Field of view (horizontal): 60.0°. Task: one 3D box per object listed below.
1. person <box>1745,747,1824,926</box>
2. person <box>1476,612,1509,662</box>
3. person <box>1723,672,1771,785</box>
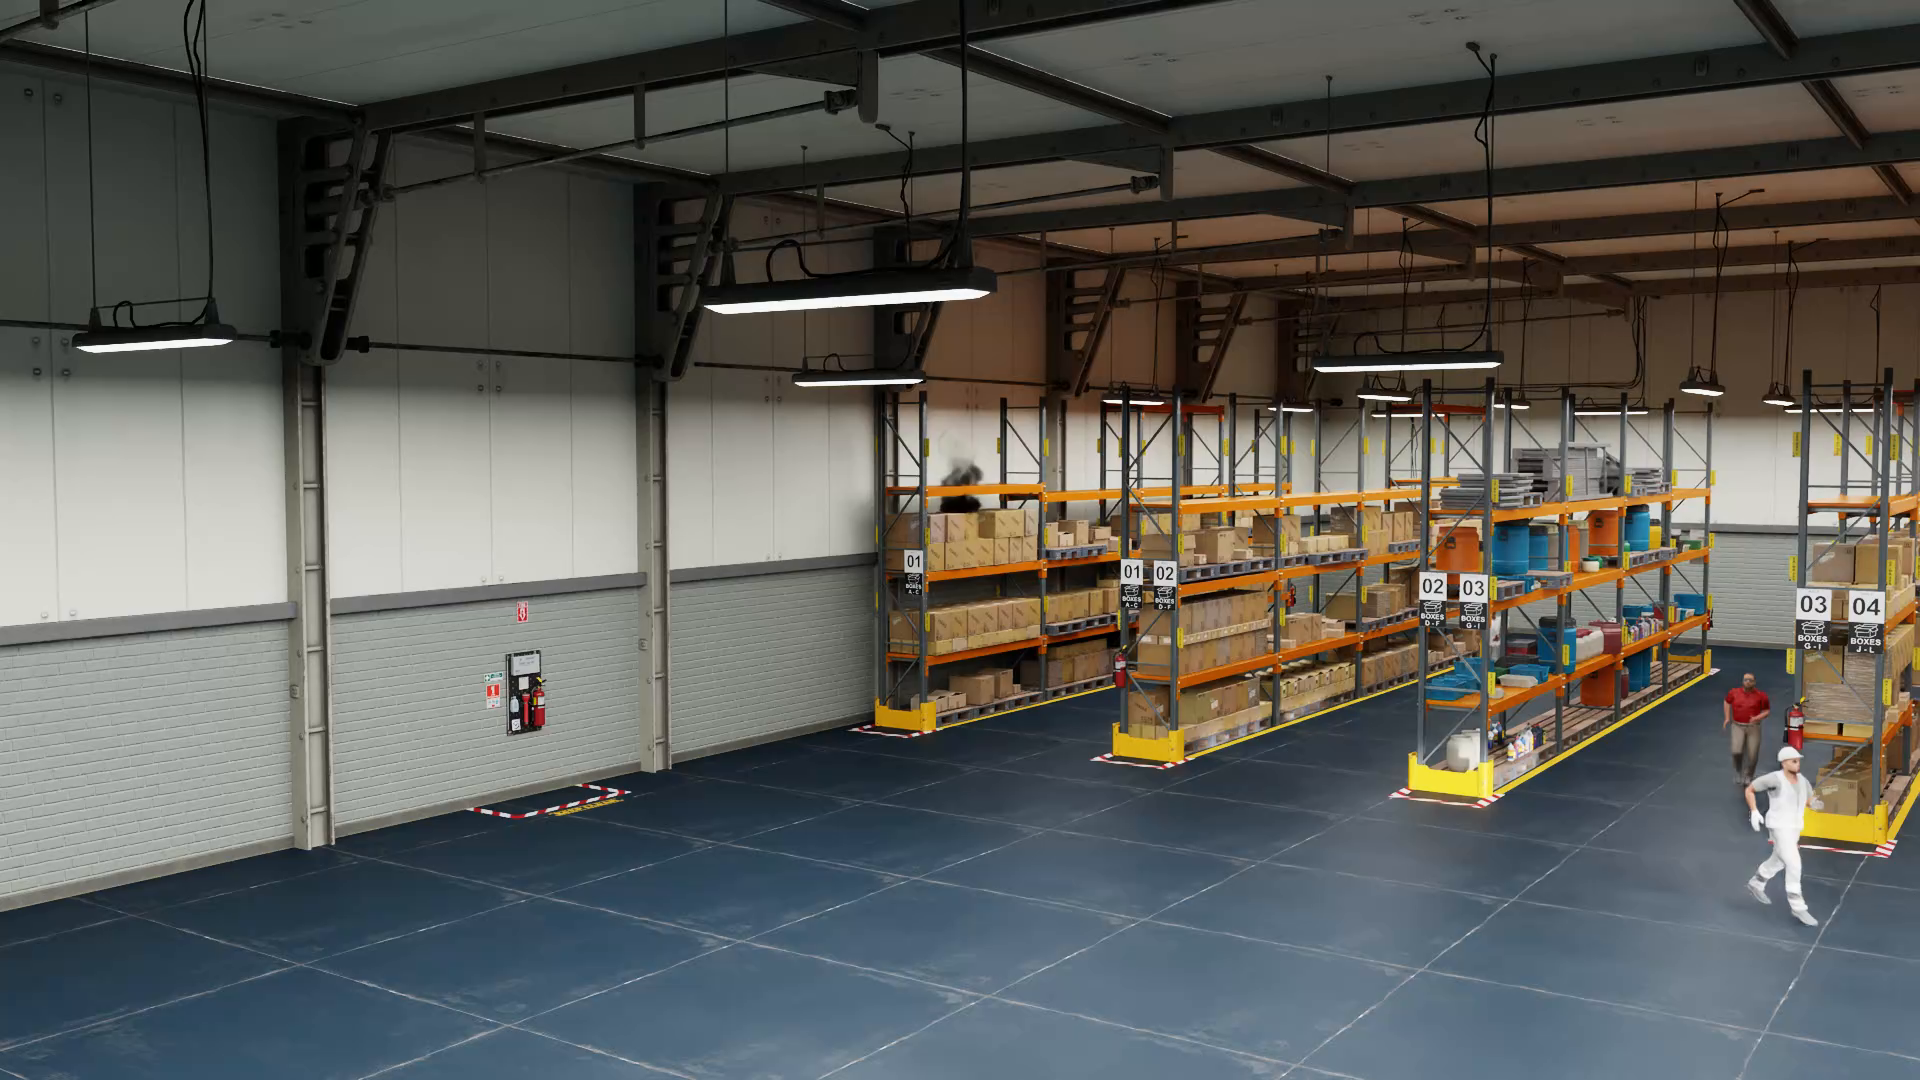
[{"bbox_3d":[8.772,3.079,17.724,0.655,1.780,0.936,-1,3,-25],"label":"person"},{"bbox_3d":[11.089,2.197,34.710,0.706,1.758,0.791,2,4,32],"label":"person"},{"bbox_3d":[11.560,2.789,24.459,0.638,1.688,0.741,2,4,28],"label":"person"}]
